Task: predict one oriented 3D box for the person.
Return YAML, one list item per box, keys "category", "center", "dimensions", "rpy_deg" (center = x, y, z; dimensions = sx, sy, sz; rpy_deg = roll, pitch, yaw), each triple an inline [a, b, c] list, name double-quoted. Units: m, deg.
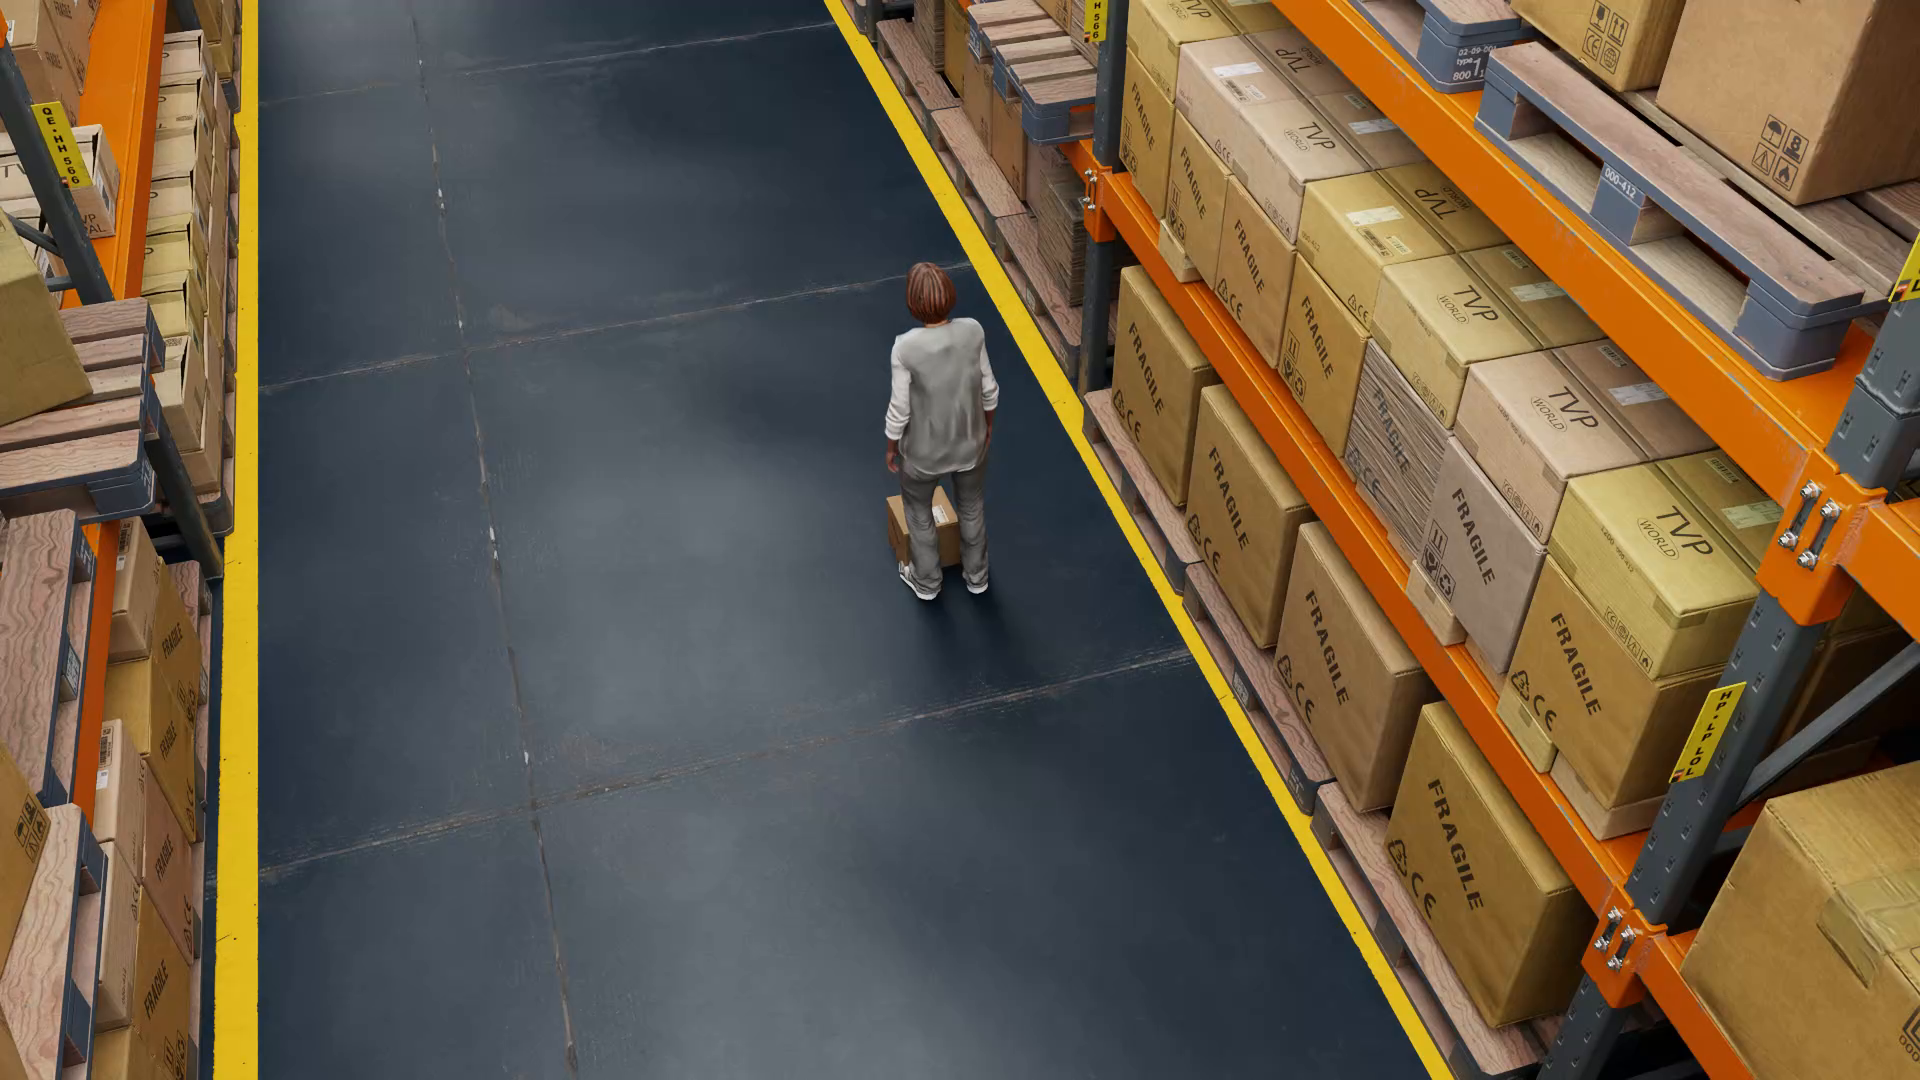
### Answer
- category: "person"
  center: [-0.080, -0.383, 6.592]
  dimensions: [0.466, 1.580, 0.376]
  rpy_deg: [-14, 45, -15]
